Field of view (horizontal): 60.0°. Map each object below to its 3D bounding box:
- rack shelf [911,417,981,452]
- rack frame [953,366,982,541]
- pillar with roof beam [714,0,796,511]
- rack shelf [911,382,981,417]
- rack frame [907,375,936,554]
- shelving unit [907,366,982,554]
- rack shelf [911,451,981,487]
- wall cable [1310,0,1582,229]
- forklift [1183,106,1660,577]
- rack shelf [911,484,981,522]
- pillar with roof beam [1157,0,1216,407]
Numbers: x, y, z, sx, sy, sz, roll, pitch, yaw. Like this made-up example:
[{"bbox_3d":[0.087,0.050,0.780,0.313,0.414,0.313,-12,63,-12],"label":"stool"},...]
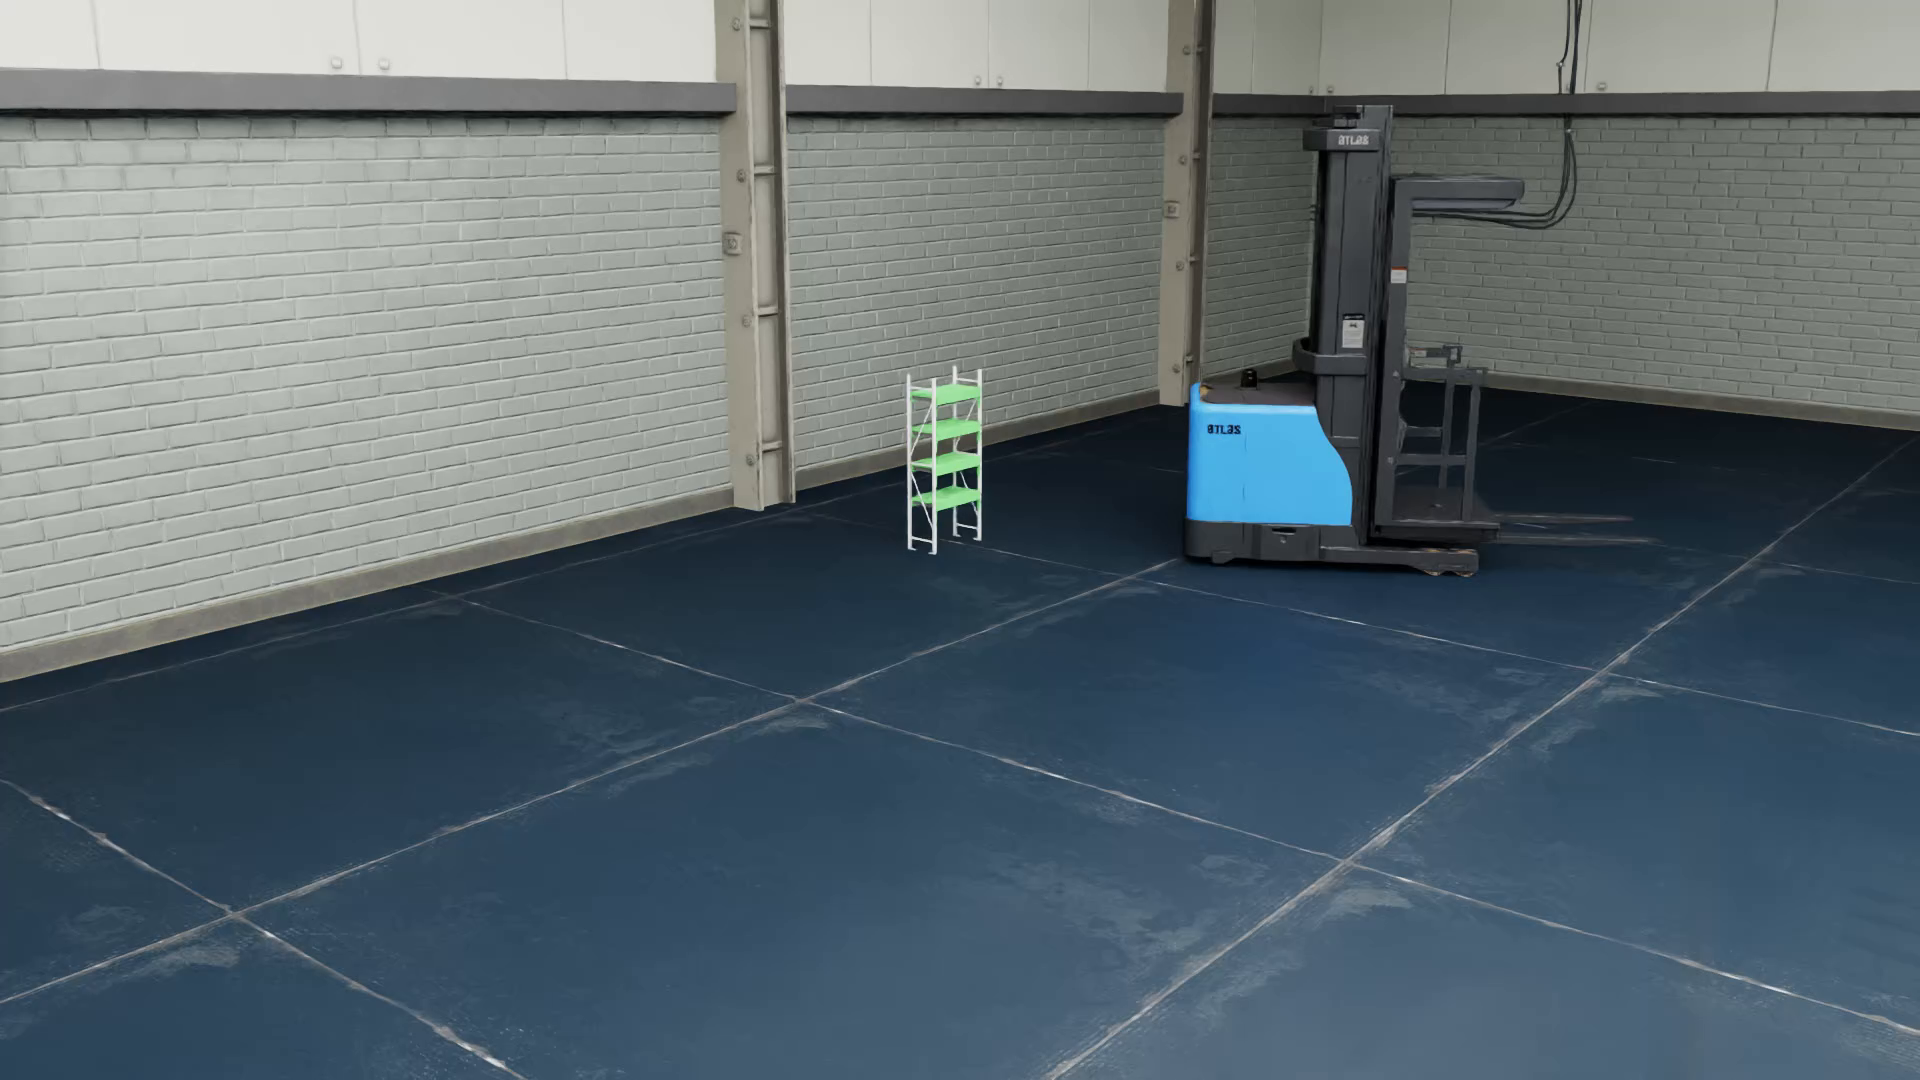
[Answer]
[{"bbox_3d":[-0.104,-0.721,11.307,0.258,0.148,0.480,11,18,38],"label":"rack shelf"},{"bbox_3d":[0.049,-0.597,11.534,0.240,1.200,0.015,11,18,38],"label":"rack frame"},{"bbox_3d":[1.849,-3.970,8.975,9.100,9.000,0.400,11,18,38],"label":"pillar with roof beam"},{"bbox_3d":[-0.104,-0.953,11.248,0.258,0.148,0.480,11,18,38],"label":"rack shelf"},{"bbox_3d":[-0.257,-0.503,11.166,0.240,1.200,0.015,11,18,38],"label":"rack frame"},{"bbox_3d":[-0.104,-0.550,11.350,0.258,1.200,0.503,11,18,38],"label":"shelving unit"},{"bbox_3d":[-0.104,-0.488,11.366,0.258,0.148,0.480,11,18,38],"label":"rack shelf"},{"bbox_3d":[5.152,-4.640,17.918,3.097,2.526,0.112,11,18,38],"label":"wall cable"},{"bbox_3d":[3.036,-1.324,10.882,3.031,2.935,1.130,2,14,7],"label":"forklift"},{"bbox_3d":[-0.104,-0.255,11.425,0.258,0.148,0.480,11,18,38],"label":"rack shelf"},{"bbox_3d":[5.620,-5.119,13.498,9.100,9.000,0.400,11,18,38],"label":"pillar with roof beam"}]
